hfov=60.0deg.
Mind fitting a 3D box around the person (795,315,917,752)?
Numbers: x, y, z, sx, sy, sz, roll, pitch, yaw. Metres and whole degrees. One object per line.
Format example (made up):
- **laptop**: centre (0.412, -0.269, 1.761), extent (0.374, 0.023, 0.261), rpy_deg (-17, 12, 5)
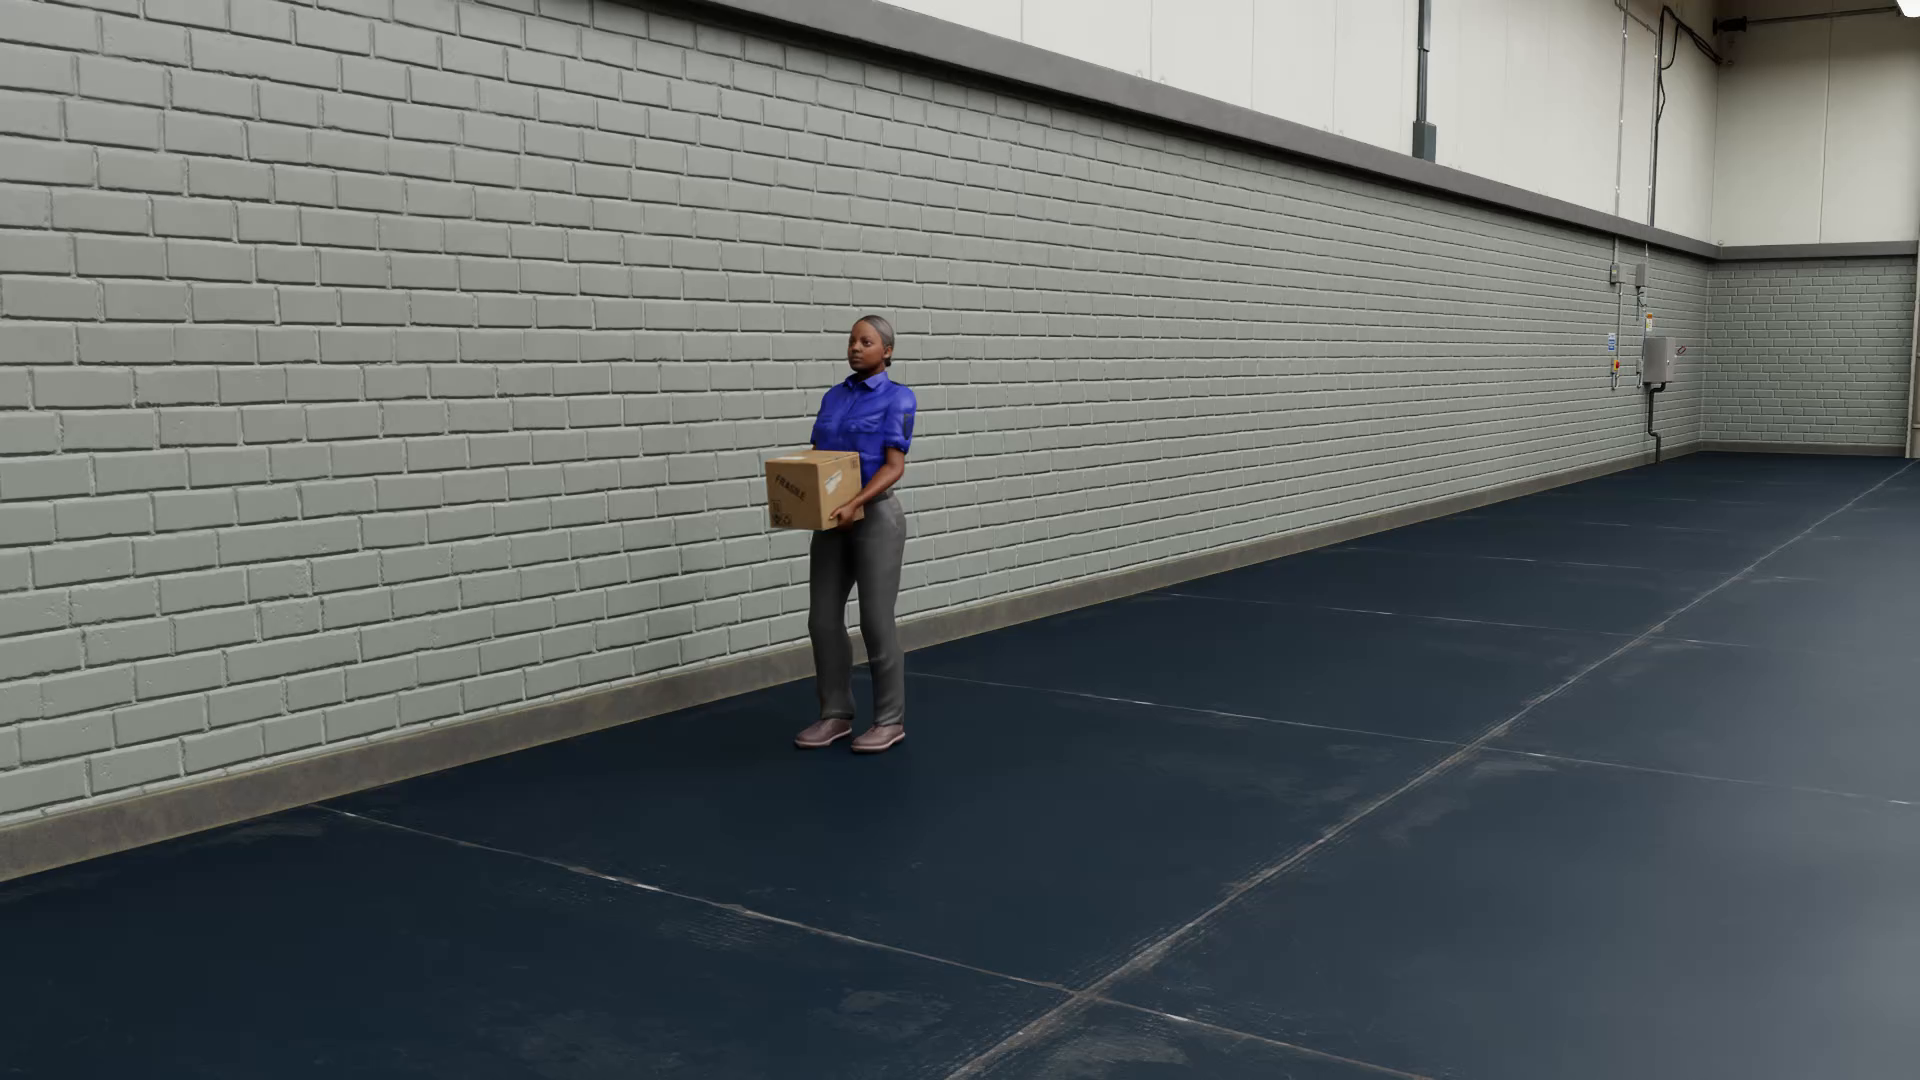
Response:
- **person**: centre (-0.432, -0.026, 6.308), extent (0.449, 1.645, 0.521), rpy_deg (4, 8, 34)
